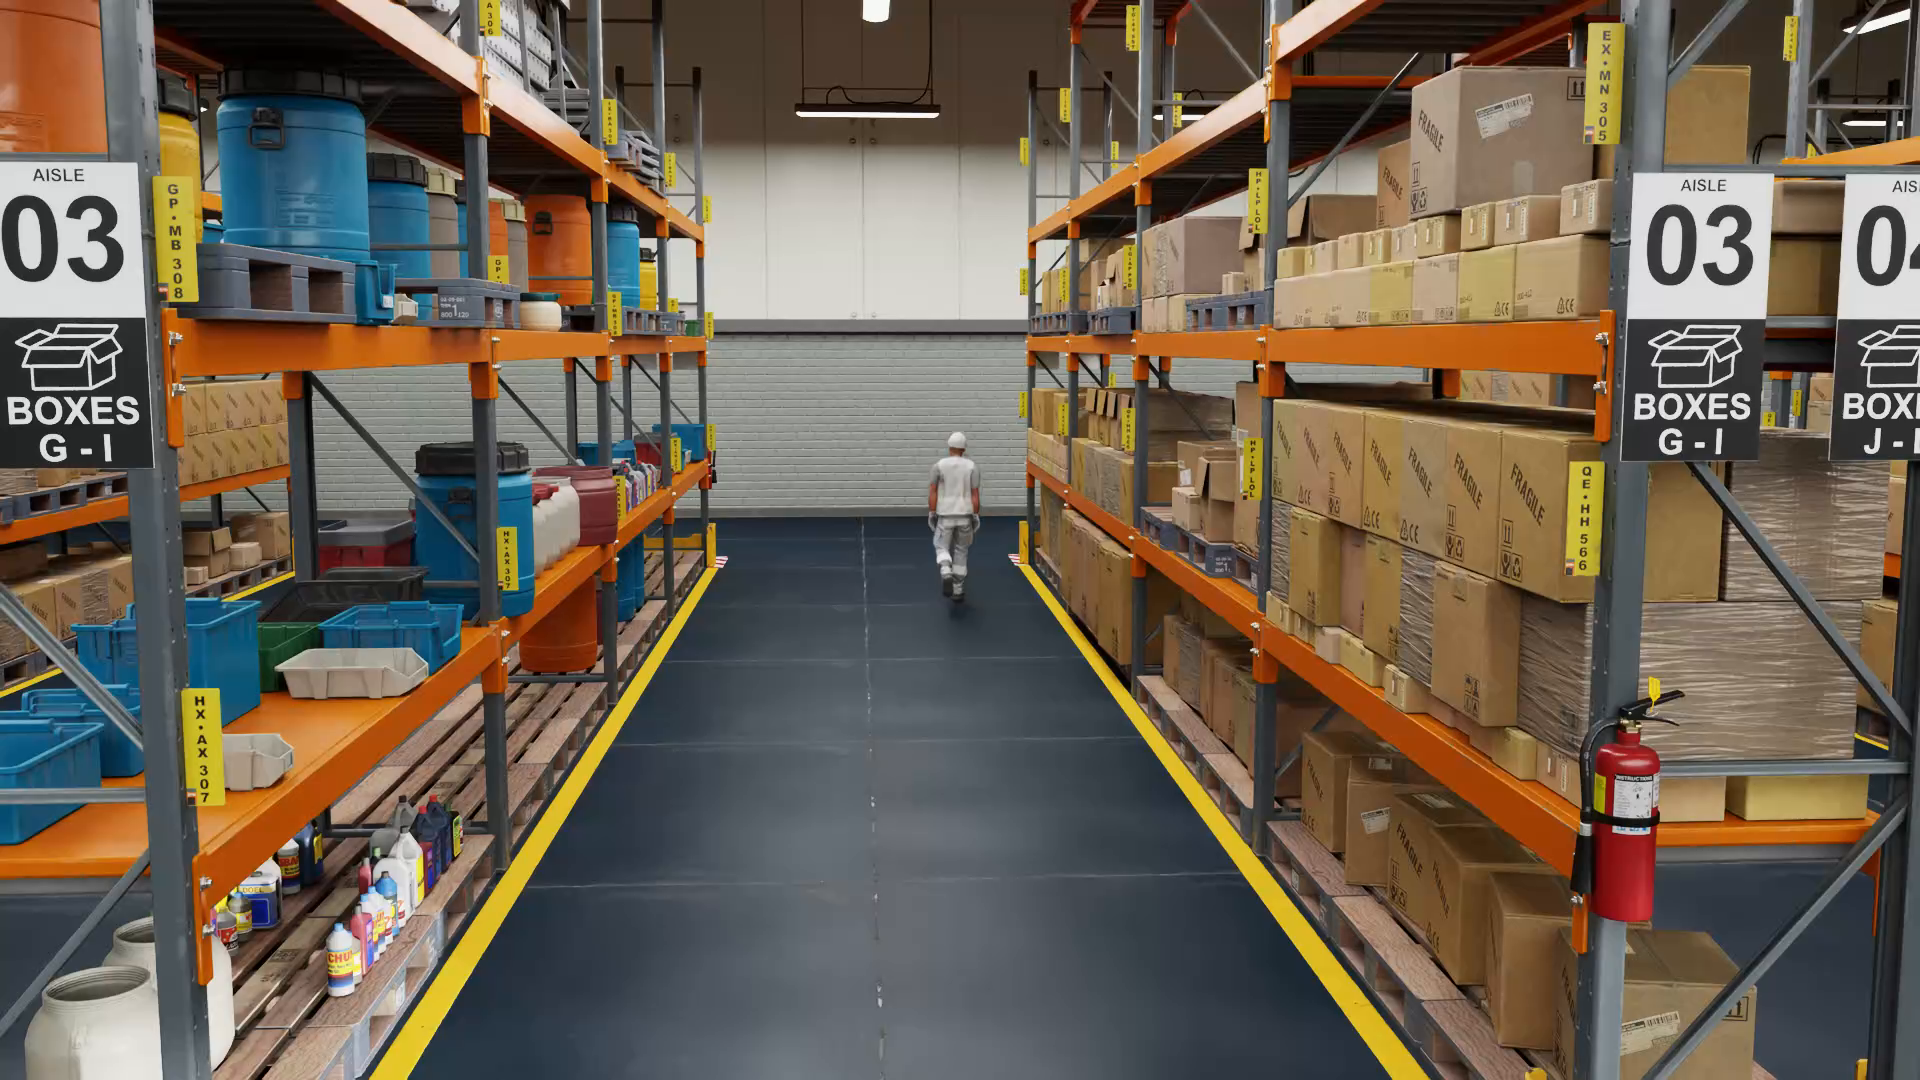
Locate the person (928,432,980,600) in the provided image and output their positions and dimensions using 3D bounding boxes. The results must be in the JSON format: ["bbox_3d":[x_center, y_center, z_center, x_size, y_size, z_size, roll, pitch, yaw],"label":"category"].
[{"bbox_3d":[-0.060,-0.245,17.519,0.547,1.779,0.607,0,7,-1],"label":"person"}]
